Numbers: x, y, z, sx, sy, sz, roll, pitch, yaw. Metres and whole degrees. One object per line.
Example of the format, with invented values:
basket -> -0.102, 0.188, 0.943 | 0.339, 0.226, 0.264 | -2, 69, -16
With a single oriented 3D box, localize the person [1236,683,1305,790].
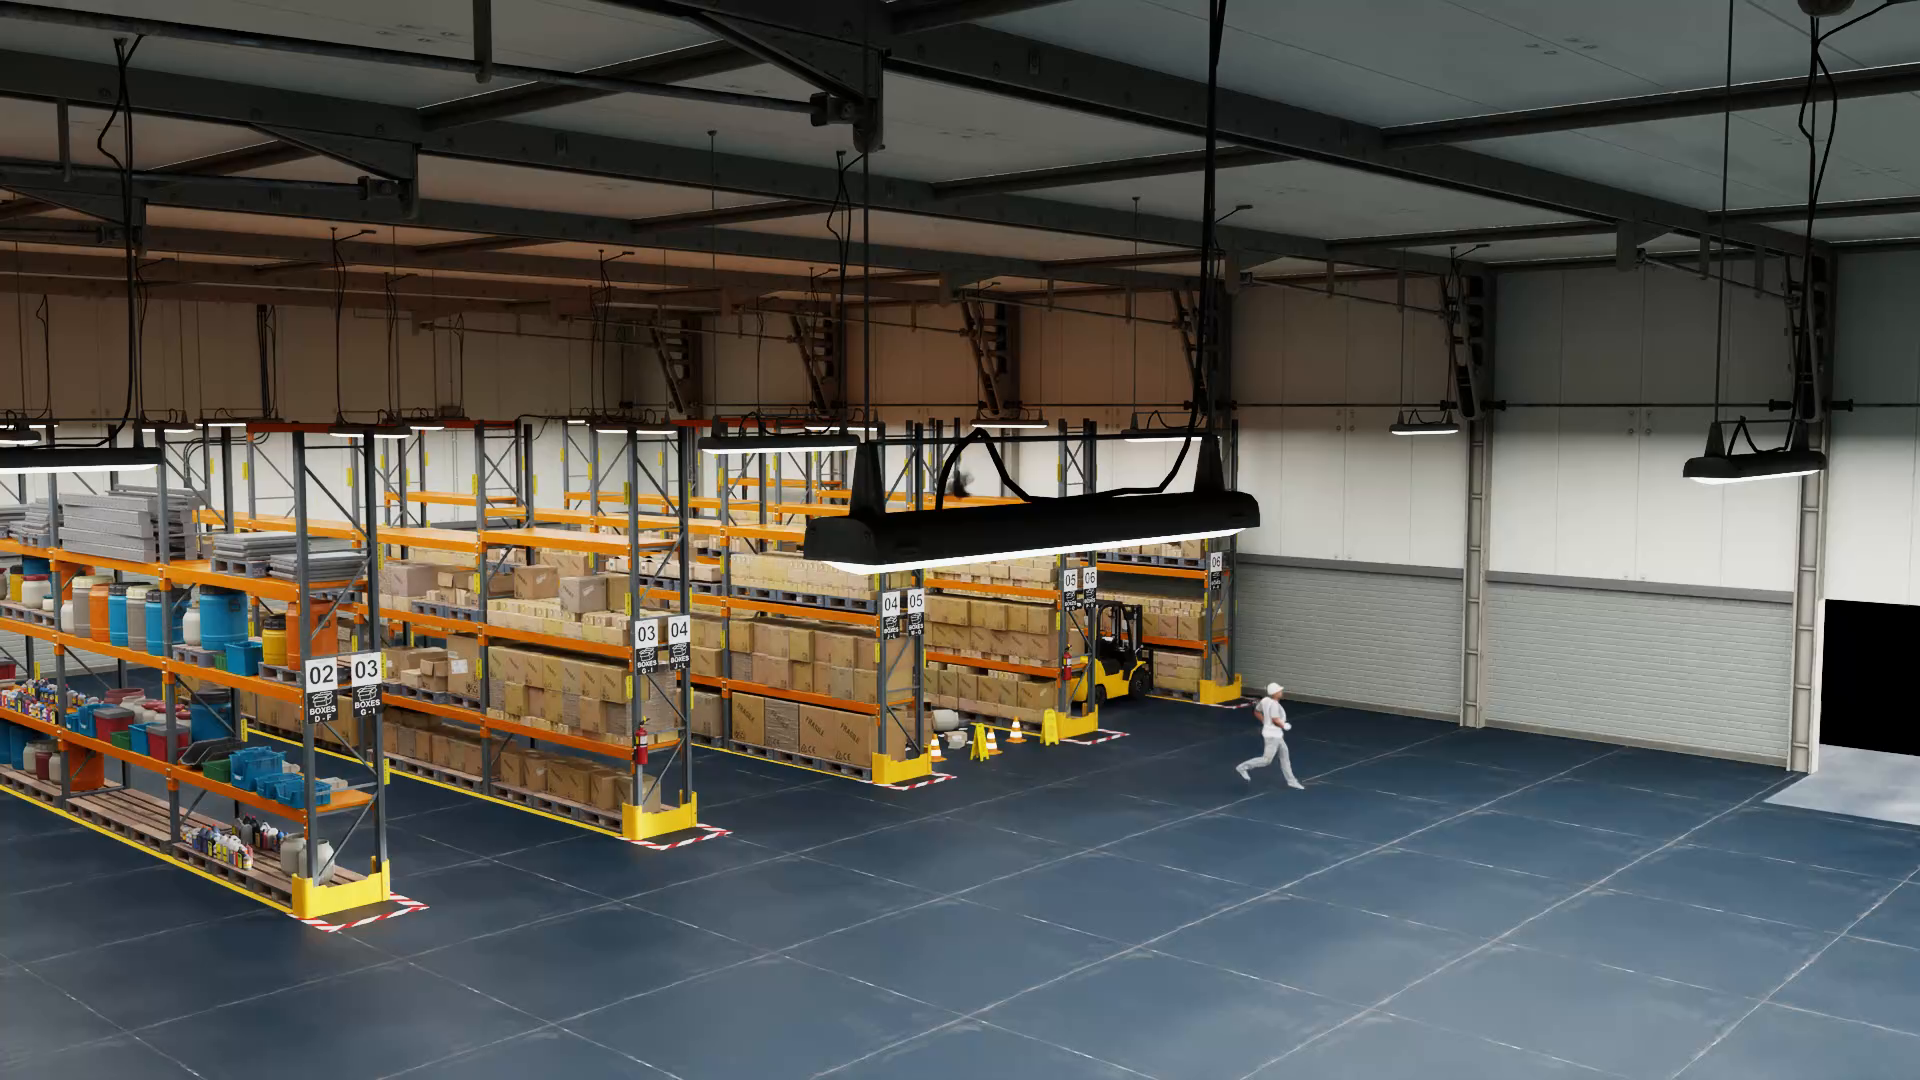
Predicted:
person -> 5.098, 3.230, 27.222 | 1.160, 1.781, 0.648 | 0, 5, 4

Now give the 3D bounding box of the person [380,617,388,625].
person -> -13.871, 2.273, 39.686 | 0.826, 1.679, 0.673 | -3, 5, -31
